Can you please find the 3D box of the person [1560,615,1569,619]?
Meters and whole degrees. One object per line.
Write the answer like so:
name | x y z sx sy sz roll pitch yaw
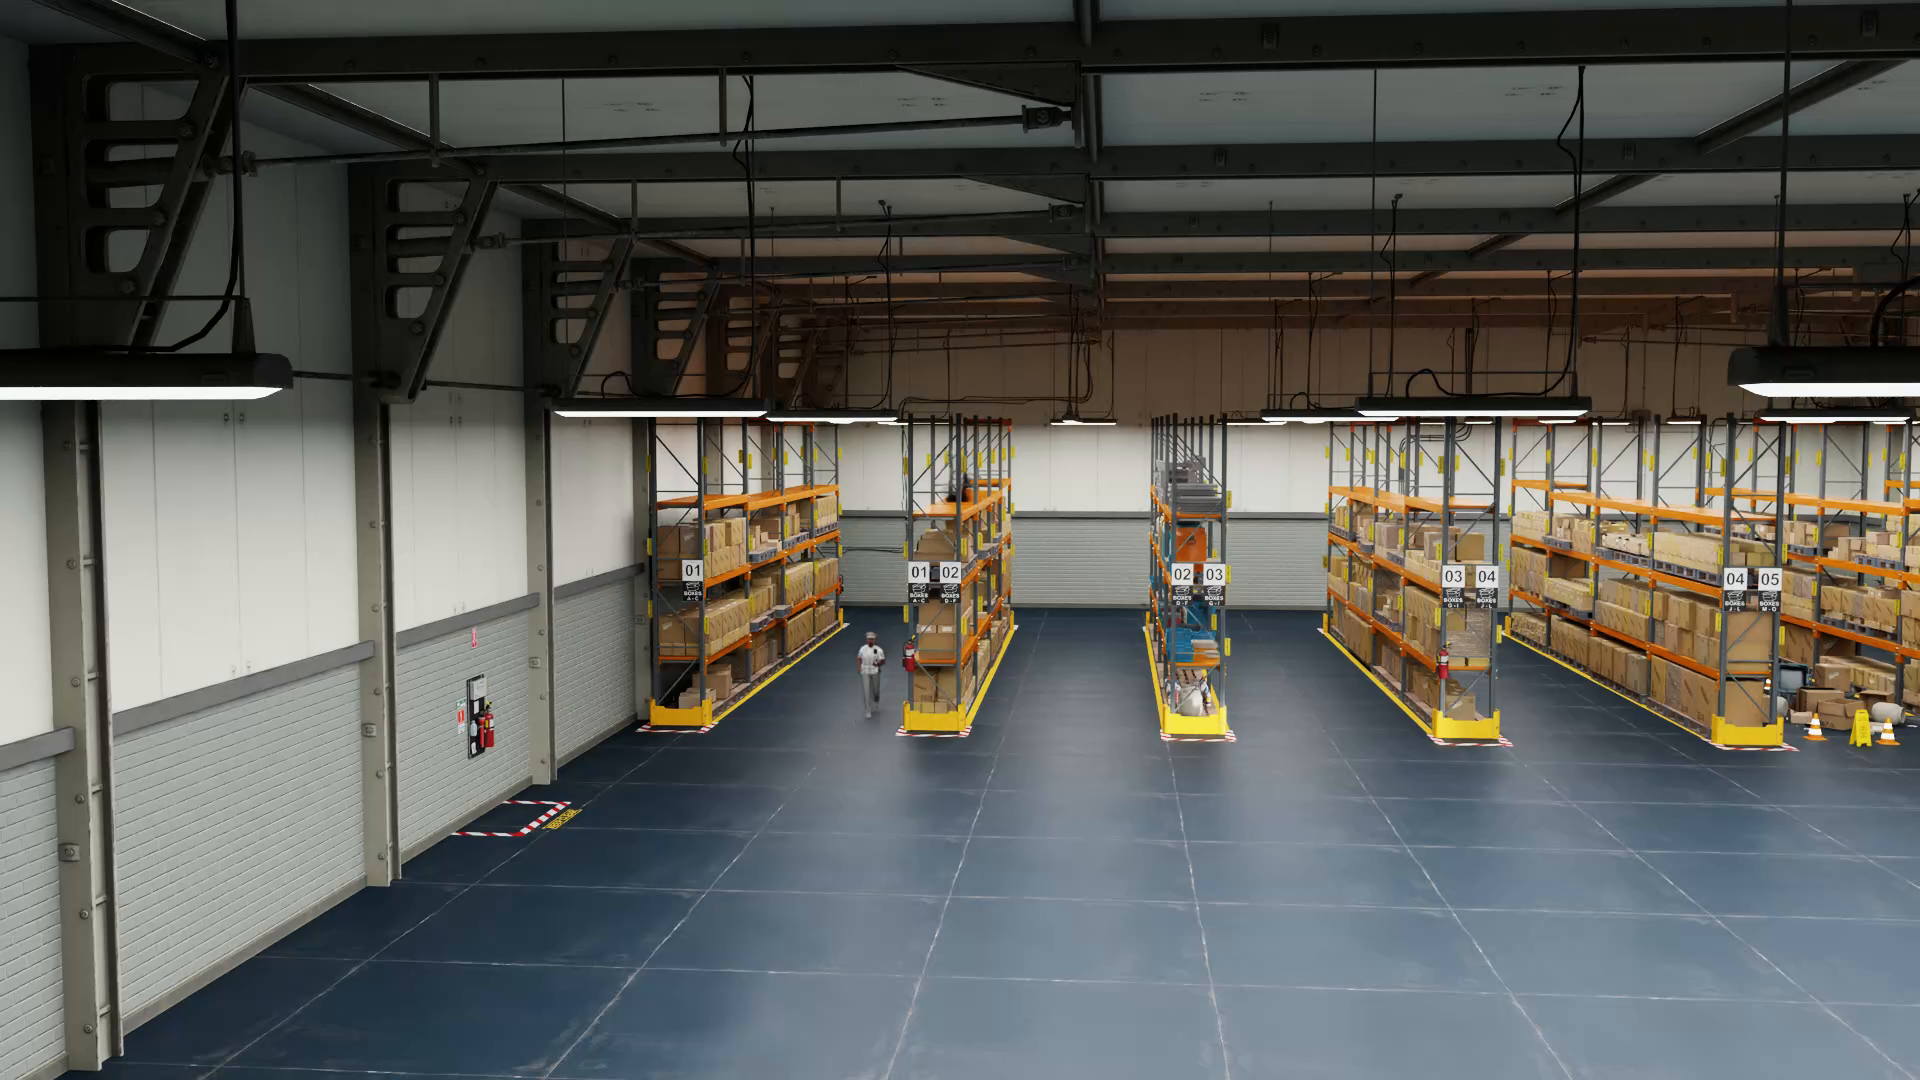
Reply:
person | 16.959 1.789 46.753 0.702 1.685 0.559 -2 4 -31

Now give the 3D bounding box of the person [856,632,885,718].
person | -1.780 2.654 33.091 0.588 1.669 0.851 0 4 1
